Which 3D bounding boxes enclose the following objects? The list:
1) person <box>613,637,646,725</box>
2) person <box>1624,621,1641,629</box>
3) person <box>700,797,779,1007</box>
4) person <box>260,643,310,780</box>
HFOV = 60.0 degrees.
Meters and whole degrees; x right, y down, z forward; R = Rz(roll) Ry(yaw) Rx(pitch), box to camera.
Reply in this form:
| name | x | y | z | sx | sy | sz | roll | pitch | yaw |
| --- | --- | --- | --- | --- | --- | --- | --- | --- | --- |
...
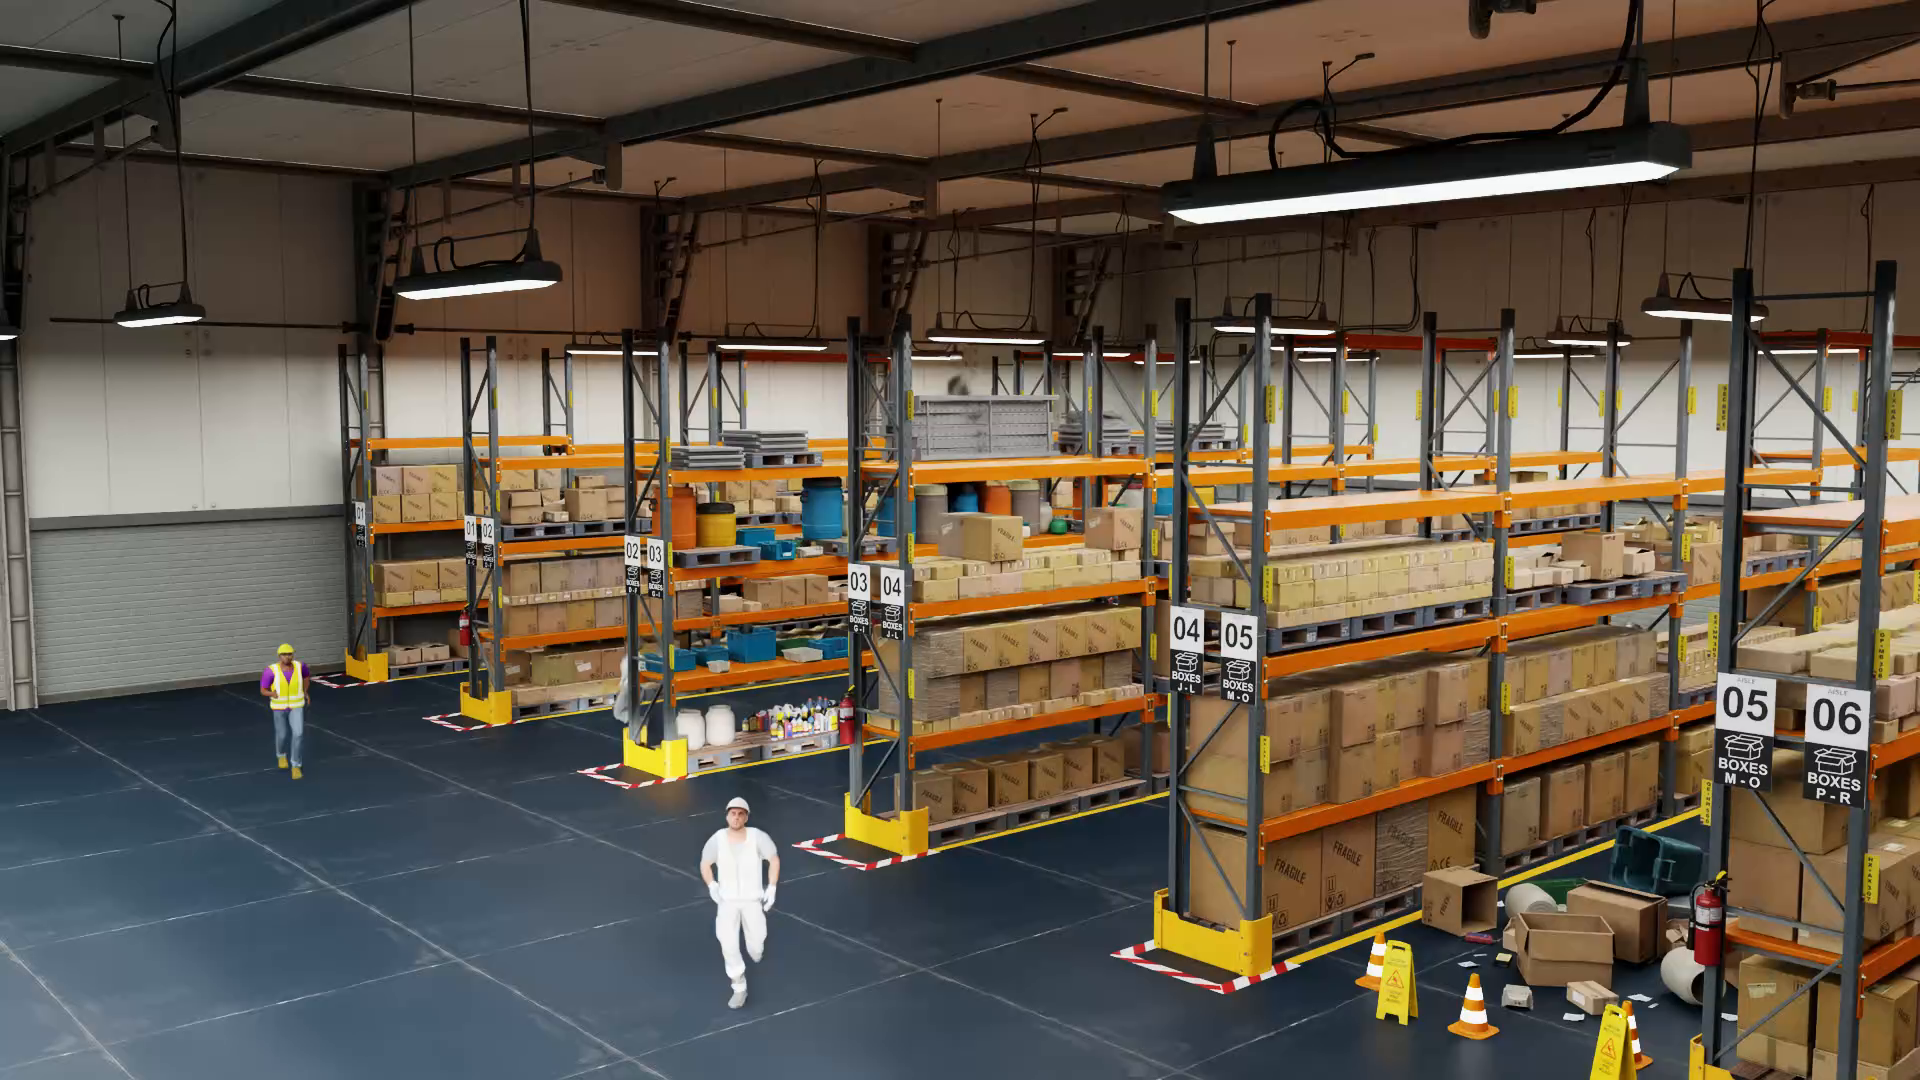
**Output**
| name | x | y | z | sx | sy | sz | roll | pitch | yaw |
| --- | --- | --- | --- | --- | --- | --- | --- | --- | --- |
| person | -4.766 | 2.175 | 24.127 | 0.477 | 1.660 | 0.664 | -4 | 7 | -41 |
| person | 10.296 | 2.061 | 25.557 | 0.592 | 1.650 | 0.675 | 5 | 7 | 44 |
| person | -1.882 | 3.043 | 14.208 | 0.676 | 1.724 | 0.675 | -1 | 5 | -6 |
| person | -9.071 | 2.279 | 22.399 | 0.644 | 1.803 | 0.874 | -2 | 6 | -26 |
